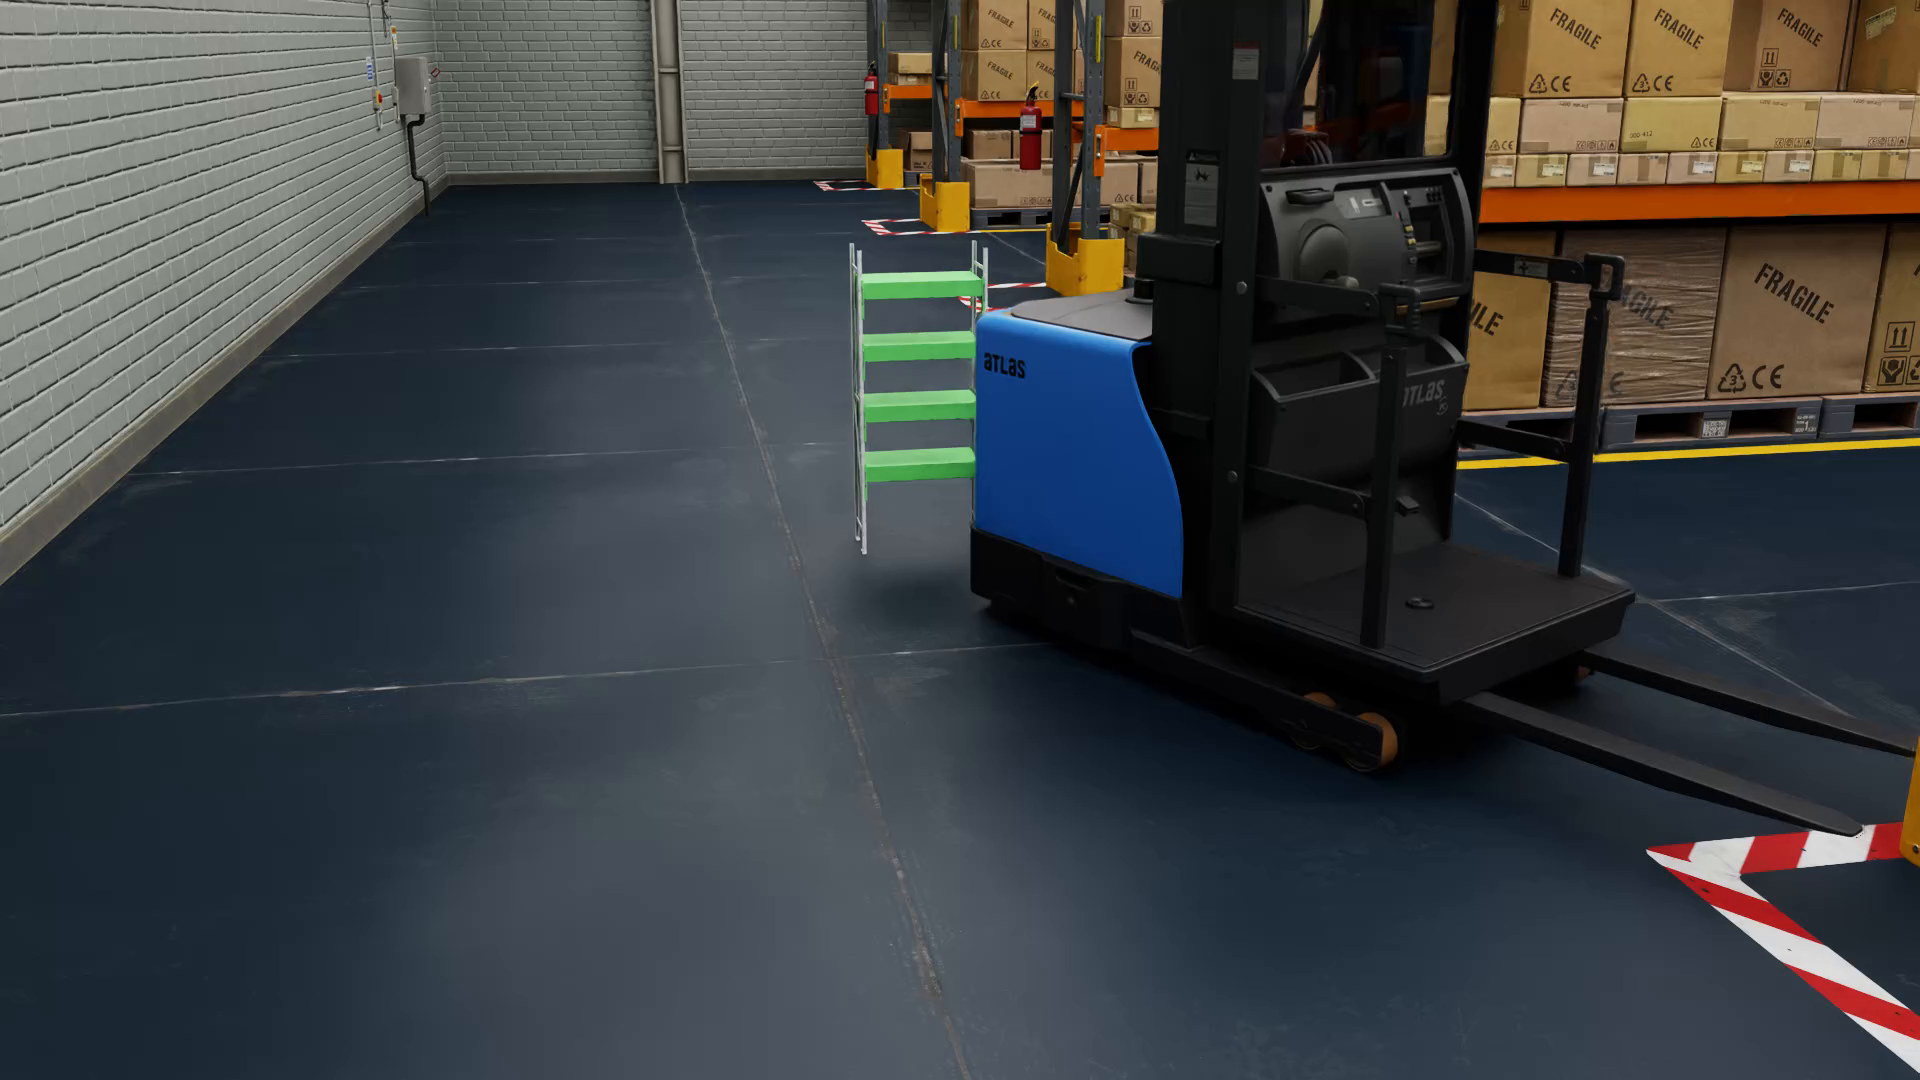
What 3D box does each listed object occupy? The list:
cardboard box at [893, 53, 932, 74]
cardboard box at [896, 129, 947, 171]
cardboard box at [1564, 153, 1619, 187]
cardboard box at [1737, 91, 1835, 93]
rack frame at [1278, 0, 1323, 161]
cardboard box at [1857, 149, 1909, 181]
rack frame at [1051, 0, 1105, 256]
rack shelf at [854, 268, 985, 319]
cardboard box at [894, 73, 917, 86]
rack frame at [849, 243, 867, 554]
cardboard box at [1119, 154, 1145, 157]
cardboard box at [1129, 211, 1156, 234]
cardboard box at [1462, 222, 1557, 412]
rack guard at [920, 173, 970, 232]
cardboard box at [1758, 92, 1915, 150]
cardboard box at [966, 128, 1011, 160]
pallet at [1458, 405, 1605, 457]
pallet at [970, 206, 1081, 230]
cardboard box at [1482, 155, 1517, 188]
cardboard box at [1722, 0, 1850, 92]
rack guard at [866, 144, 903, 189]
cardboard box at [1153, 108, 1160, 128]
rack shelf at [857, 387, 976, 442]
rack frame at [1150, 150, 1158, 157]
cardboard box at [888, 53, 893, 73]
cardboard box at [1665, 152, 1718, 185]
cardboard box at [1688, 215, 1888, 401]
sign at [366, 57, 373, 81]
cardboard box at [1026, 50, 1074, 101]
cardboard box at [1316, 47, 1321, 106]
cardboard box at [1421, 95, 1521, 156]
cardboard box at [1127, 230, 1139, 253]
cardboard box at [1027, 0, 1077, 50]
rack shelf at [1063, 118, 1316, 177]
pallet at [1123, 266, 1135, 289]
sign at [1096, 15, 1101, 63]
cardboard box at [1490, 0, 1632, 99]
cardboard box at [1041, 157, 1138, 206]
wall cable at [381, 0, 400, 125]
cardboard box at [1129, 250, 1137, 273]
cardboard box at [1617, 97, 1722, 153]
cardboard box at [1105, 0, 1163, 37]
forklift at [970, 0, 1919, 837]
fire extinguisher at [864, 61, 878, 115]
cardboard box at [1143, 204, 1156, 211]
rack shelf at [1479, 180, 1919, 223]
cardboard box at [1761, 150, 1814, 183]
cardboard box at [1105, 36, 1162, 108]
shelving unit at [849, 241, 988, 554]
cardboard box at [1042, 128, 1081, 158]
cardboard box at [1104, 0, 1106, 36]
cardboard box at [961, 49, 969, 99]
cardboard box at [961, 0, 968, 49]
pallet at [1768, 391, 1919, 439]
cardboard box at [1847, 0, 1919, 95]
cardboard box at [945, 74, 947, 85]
[{"bbox_3d":[-0.594,-6.230,21.734,0.500,0.250,0.500,-3,17,-10],"label":"cardboard box"},{"bbox_3d":[-0.472,-5.226,22.253,0.637,0.503,0.797,-4,18,-13],"label":"cardboard box"},{"bbox_3d":[2.905,-1.772,7.902,0.250,0.149,0.380,-4,17,-11],"label":"cardboard box"},{"bbox_3d":[4.154,-2.210,8.647,0.500,0.250,0.500,-3,17,-9],"label":"cardboard box"},{"bbox_3d":[1.735,-1.924,7.967,0.127,3.000,1.000,-3,17,-10],"label":"rack frame"},{"bbox_3d":[4.414,-1.858,8.179,0.250,0.149,0.380,-3,17,-9],"label":"cardboard box"},{"bbox_3d":[0.893,-3.359,12.641,0.127,3.000,1.000,-3,17,-10],"label":"rack frame"},{"bbox_3d":[-0.163,-0.962,6.483,0.480,0.148,0.258,-3,17,-10],"label":"rack shelf"},{"bbox_3d":[-0.716,-6.031,21.765,0.250,0.149,0.380,-3,17,-11],"label":"cardboard box"},{"bbox_3d":[-0.402,-0.551,6.561,0.015,1.200,0.240,-3,17,-10],"label":"rack frame"},{"bbox_3d":[2.345,-5.157,22.632,0.250,0.149,0.380,-4,17,-12],"label":"cardboard box"},{"bbox_3d":[1.472,-2.413,12.686,0.250,0.149,0.380,-4,18,-13],"label":"cardboard box"},{"bbox_3d":[2.348,-1.168,8.408,0.875,0.875,0.875,-3,17,-10],"label":"cardboard box"},{"bbox_3d":[-0.169,-3.585,17.631,0.348,0.500,1.175,-3,17,-10],"label":"rack guard"},{"bbox_3d":[4.270,-2.059,8.155,0.500,0.250,0.500,-3,17,-9],"label":"cardboard box"},{"bbox_3d":[0.375,-5.260,22.372,0.500,0.500,0.700,-3,17,-8],"label":"cardboard box"},{"bbox_3d":[2.505,-0.658,8.595,1.213,0.211,1.003,-3,17,-10],"label":"pallet"},{"bbox_3d":[0.625,-3.515,17.896,1.213,0.211,1.003,-3,17,-10],"label":"pallet"},{"bbox_3d":[2.397,-1.743,7.806,0.250,0.149,0.380,-4,17,-11],"label":"cardboard box"},{"bbox_3d":[4.148,-2.567,8.533,0.500,0.500,0.500,-4,17,-12],"label":"cardboard box"},{"bbox_3d":[-1.016,-5.021,22.307,0.348,0.500,1.175,-3,17,-10],"label":"rack guard"},{"bbox_3d":[1.515,-3.189,12.514,0.250,0.149,0.380,-3,17,-8],"label":"cardboard box"},{"bbox_3d":[-0.163,-0.503,6.624,0.480,0.148,0.258,-3,17,-10],"label":"rack shelf"},{"bbox_3d":[2.837,-6.434,22.652,0.127,3.000,1.000,-3,17,-10],"label":"rack frame"},{"bbox_3d":[-0.689,-6.384,22.237,0.500,0.250,0.500,-3,17,-9],"label":"cardboard box"},{"bbox_3d":[3.408,-1.801,7.994,0.250,0.149,0.380,-3,17,-11],"label":"cardboard box"},{"bbox_3d":[4.115,-1.268,8.735,0.875,0.875,0.875,-3,17,-10],"label":"cardboard box"},{"bbox_3d":[-5.728,-4.572,16.128,0.001,0.218,0.327,-3,17,-10],"label":"sign"},{"bbox_3d":[0.872,-4.809,17.189,0.500,0.500,0.500,-3,17,-11],"label":"cardboard box"},{"bbox_3d":[2.889,-3.586,12.701,0.500,0.500,0.500,-4,17,-12],"label":"cardboard box"},{"bbox_3d":[2.257,-1.943,7.779,0.500,0.250,0.500,-4,17,-12],"label":"cardboard box"},{"bbox_3d":[1.456,-2.295,12.808,0.250,0.149,0.380,-3,17,-8],"label":"cardboard box"},{"bbox_3d":[0.886,-5.282,17.027,0.500,0.500,0.500,-4,17,-12],"label":"cardboard box"},{"bbox_3d":[2.857,-3.127,13.109,4.000,0.370,1.077,-3,17,-10],"label":"rack shelf"},{"bbox_3d":[1.772,-2.066,13.178,1.213,0.211,1.003,-3,17,-10],"label":"pallet"},{"bbox_3d":[0.996,-3.617,12.004,0.005,0.325,0.100,-3,17,-10],"label":"sign"},{"bbox_3d":[2.748,-2.330,7.760,0.500,0.500,0.500,-4,17,-12],"label":"cardboard box"},{"bbox_3d":[1.381,-3.876,17.970,0.875,0.438,0.875,-3,17,-9],"label":"cardboard box"},{"bbox_3d":[-5.958,-5.354,17.404,0.122,1.984,0.588,-3,17,-10],"label":"wall cable"},{"bbox_3d":[1.468,-2.134,12.792,0.250,0.149,0.380,-3,17,-9],"label":"cardboard box"},{"bbox_3d":[3.260,-2.001,7.967,0.500,0.250,0.500,-4,17,-12],"label":"cardboard box"},{"bbox_3d":[1.384,-3.976,12.268,0.500,0.500,0.500,-3,17,-11],"label":"cardboard box"},{"bbox_3d":[1.359,-0.913,4.792,1.130,2.935,3.031,-14,22,-37],"label":"forklift"},{"bbox_3d":[-1.147,-5.855,21.532,0.183,0.674,0.296,-3,17,-10],"label":"fire extinguisher"},{"bbox_3d":[1.622,-2.582,13.236,0.250,0.149,0.380,-3,17,-9],"label":"cardboard box"},{"bbox_3d":[3.698,-1.691,8.435,4.000,0.370,1.077,-3,17,-10],"label":"rack shelf"},{"bbox_3d":[3.913,-1.830,8.088,0.250,0.149,0.380,-3,17,-10],"label":"cardboard box"},{"bbox_3d":[1.386,-3.495,12.404,0.500,0.500,0.500,-2,17,-8],"label":"cardboard box"},{"bbox_3d":[-0.163,-0.564,6.606,0.503,1.200,0.258,-3,17,-10],"label":"shelving unit"},{"bbox_3d":[1.394,-5.318,22.560,0.500,0.500,0.700,-4,18,-13],"label":"cardboard box"},{"bbox_3d":[1.295,-4.125,12.752,0.500,0.500,0.500,-4,17,-12],"label":"cardboard box"},{"bbox_3d":[0.278,-4.932,17.589,0.500,0.500,0.500,-3,17,-10],"label":"cardboard box"},{"bbox_3d":[0.283,-5.402,17.418,0.500,0.500,0.500,-3,17,-9],"label":"cardboard box"},{"bbox_3d":[4.901,-0.794,9.037,1.213,0.211,1.003,-3,17,-10],"label":"pallet"},{"bbox_3d":[4.769,-2.446,8.139,0.500,0.500,0.500,-3,17,-10],"label":"cardboard box"},{"bbox_3d":[-0.223,-6.083,21.935,0.250,0.149,0.380,-3,17,-11],"label":"cardboard box"}]
